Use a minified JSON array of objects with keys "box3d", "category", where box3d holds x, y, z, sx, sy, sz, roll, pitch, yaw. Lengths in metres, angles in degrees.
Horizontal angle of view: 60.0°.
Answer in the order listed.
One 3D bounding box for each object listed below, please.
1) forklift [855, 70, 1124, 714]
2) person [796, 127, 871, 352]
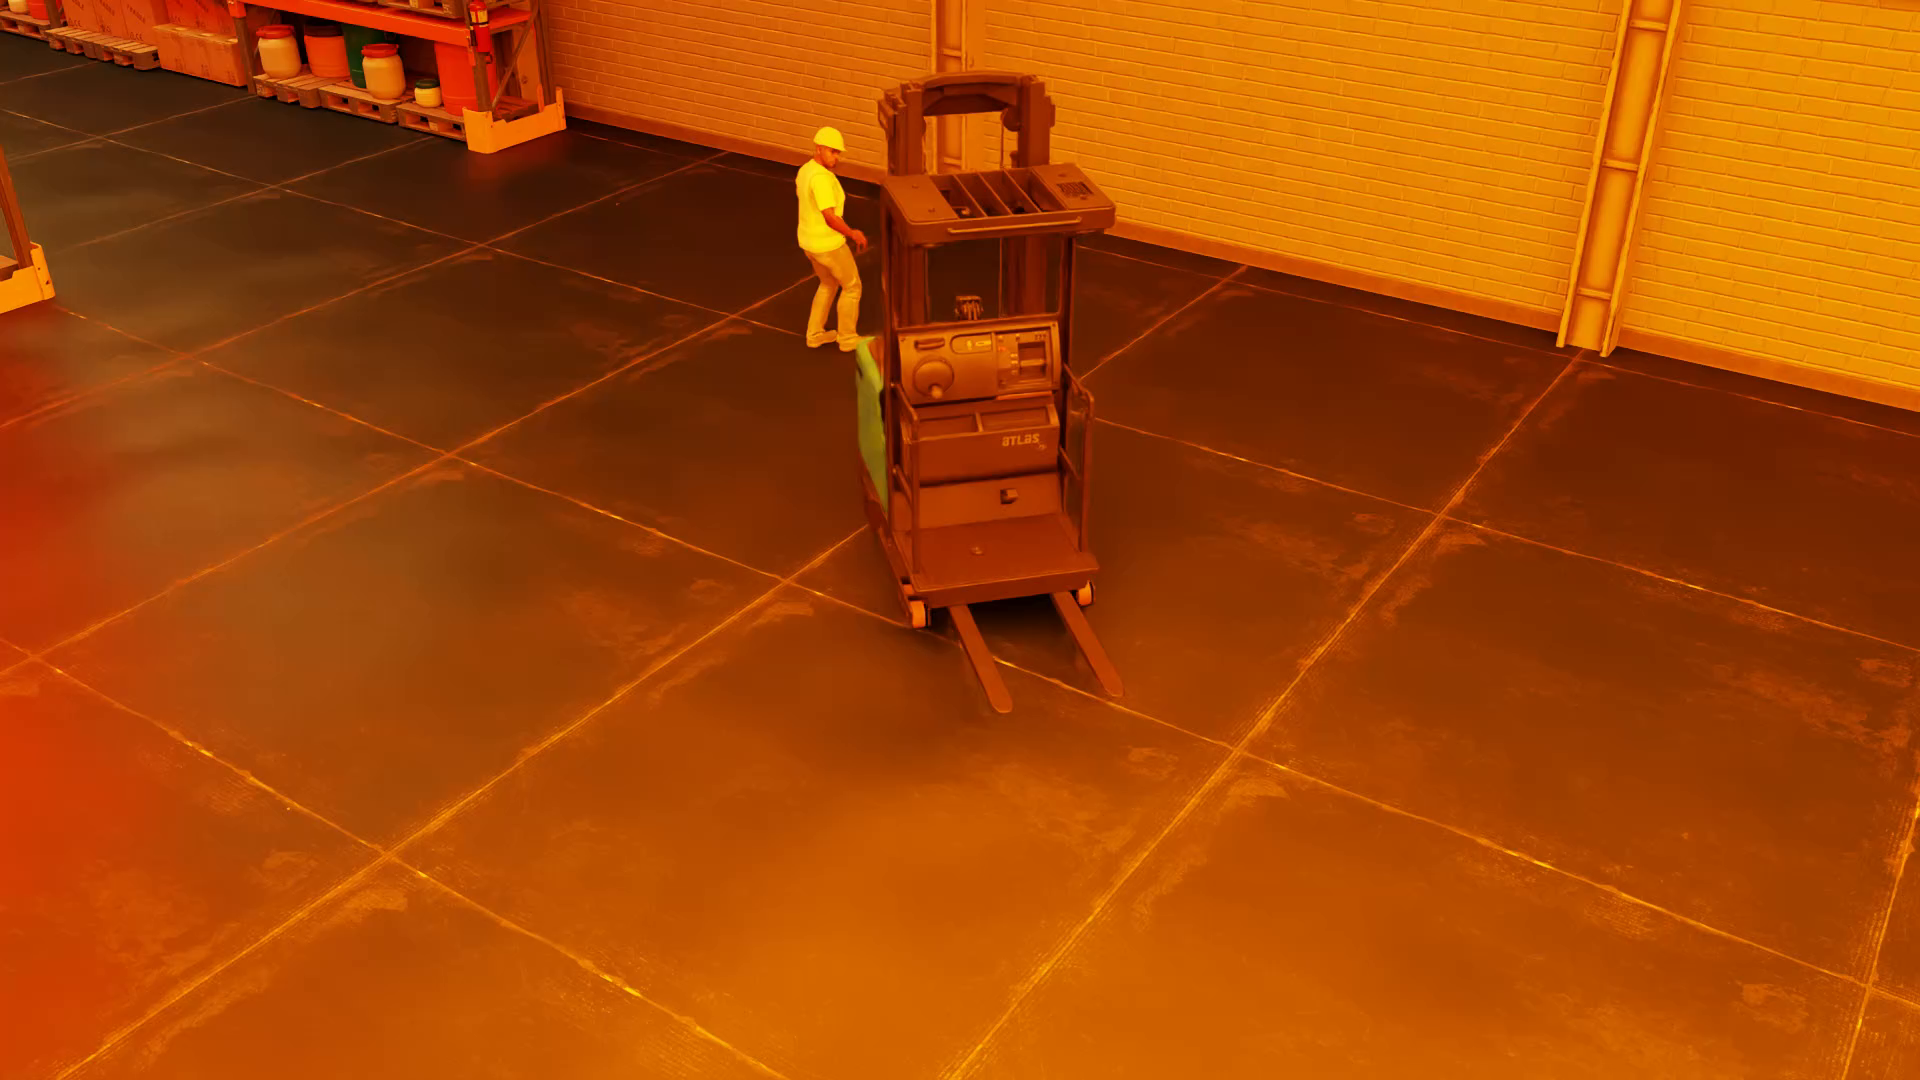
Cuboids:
[{"box3d":[0.167,-0.966,9.244,1.130,2.935,3.031,-7,31,-12],"category":"forklift"},{"box3d":[-0.987,-2.306,12.766,0.513,1.723,0.783,-16,34,-26],"category":"person"}]
